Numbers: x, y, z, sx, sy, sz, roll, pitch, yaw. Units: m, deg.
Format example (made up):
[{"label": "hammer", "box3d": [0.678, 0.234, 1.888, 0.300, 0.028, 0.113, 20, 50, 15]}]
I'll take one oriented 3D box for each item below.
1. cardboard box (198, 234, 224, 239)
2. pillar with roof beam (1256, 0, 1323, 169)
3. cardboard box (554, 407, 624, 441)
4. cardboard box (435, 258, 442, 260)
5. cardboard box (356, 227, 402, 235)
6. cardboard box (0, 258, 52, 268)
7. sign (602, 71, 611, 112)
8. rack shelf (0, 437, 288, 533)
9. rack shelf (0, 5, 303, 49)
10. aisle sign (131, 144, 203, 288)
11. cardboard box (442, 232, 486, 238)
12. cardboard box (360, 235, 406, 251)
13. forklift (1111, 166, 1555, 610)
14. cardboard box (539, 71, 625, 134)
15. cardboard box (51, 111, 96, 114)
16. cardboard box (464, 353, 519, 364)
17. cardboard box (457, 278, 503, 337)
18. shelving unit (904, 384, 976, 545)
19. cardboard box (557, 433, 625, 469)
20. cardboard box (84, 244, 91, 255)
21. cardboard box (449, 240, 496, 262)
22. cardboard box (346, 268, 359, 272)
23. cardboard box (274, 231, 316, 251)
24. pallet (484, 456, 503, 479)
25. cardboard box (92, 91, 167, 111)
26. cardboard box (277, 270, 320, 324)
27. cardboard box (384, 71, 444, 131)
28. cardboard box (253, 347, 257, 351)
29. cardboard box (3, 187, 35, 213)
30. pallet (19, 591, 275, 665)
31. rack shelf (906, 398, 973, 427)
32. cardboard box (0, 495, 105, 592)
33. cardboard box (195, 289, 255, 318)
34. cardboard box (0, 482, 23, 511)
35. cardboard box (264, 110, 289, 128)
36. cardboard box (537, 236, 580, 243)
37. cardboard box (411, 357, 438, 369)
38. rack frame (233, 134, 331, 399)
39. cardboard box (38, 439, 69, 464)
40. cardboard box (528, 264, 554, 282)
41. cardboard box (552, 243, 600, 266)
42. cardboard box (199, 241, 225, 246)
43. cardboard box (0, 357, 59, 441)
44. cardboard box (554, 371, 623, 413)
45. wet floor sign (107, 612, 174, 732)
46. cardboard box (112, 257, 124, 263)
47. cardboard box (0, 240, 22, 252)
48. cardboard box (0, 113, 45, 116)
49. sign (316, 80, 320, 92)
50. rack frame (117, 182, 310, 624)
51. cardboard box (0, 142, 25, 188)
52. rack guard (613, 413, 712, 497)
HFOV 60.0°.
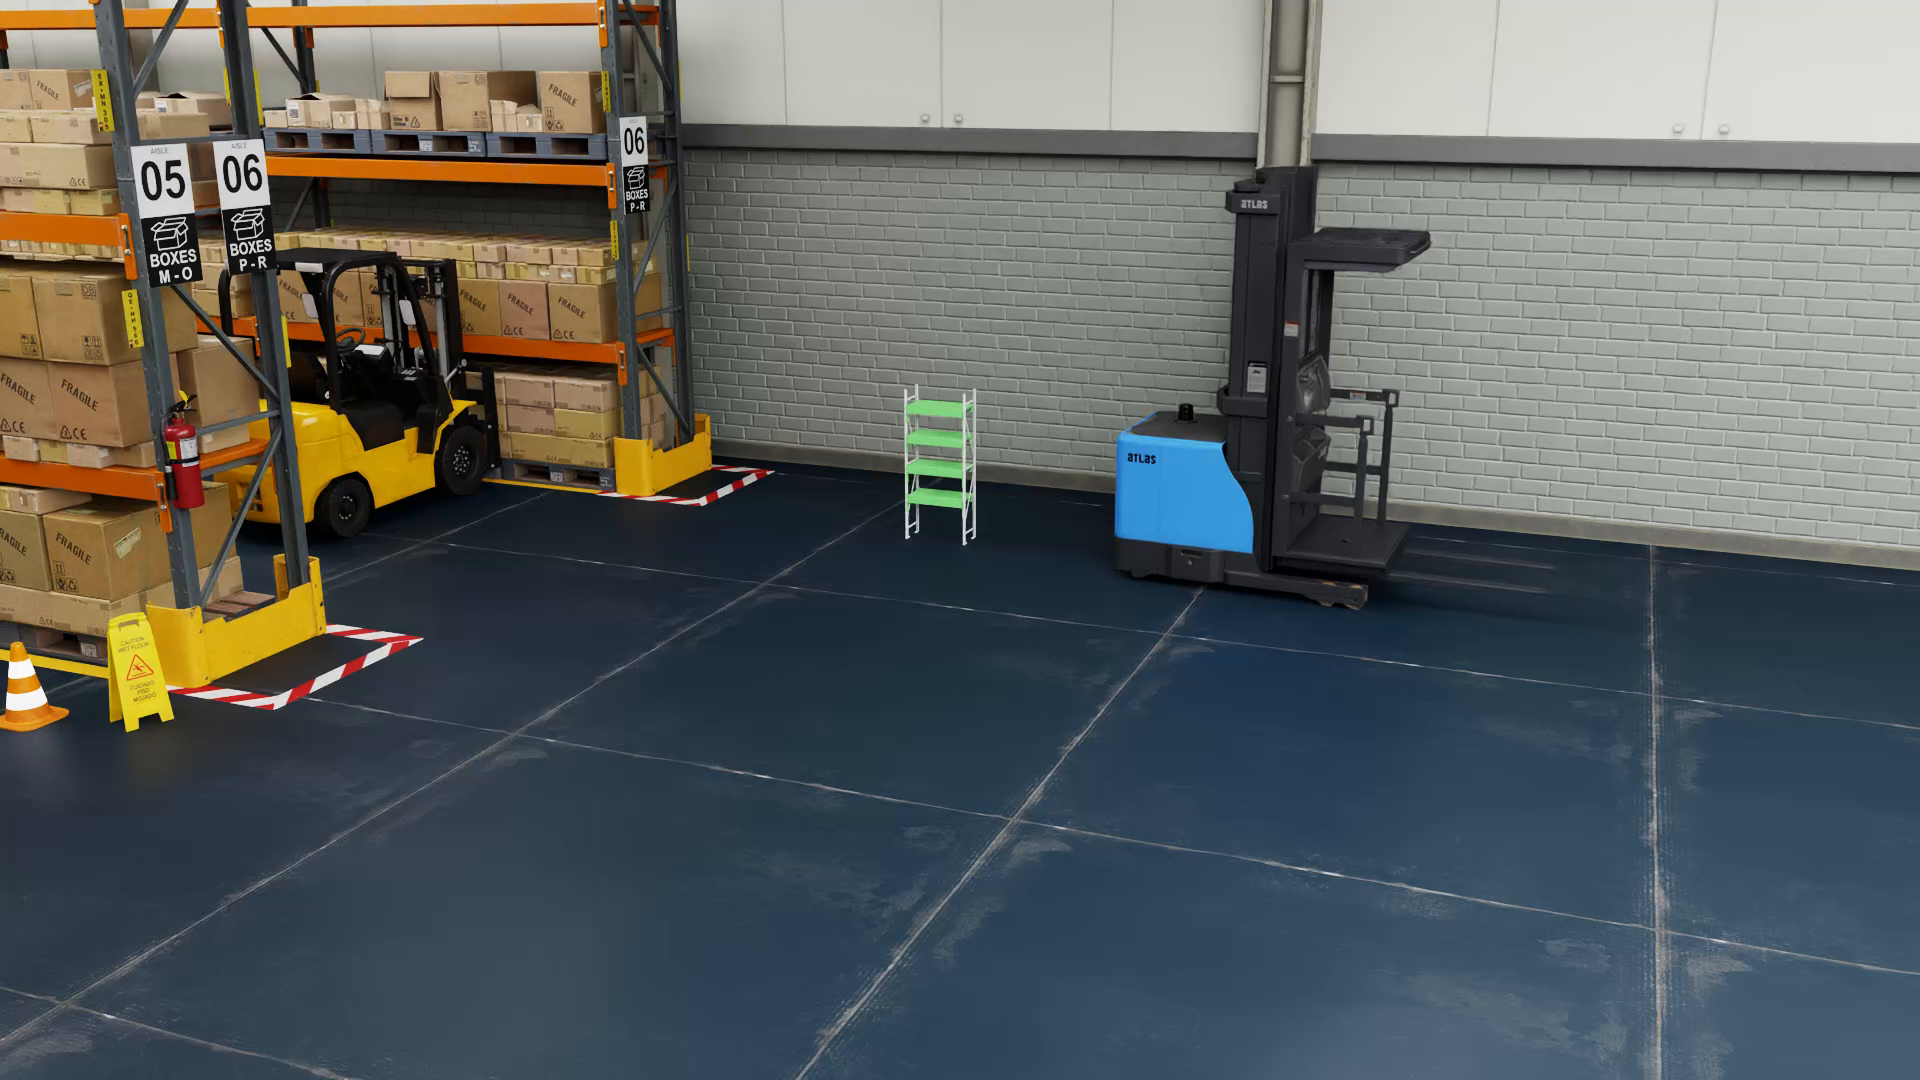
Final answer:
[{"label": "cardboard box", "box3d": [-7.583, -2.964, 16.662, 0.250, 0.149, 0.380, 6, 17, 21]}, {"label": "pillar with roof beam", "box3d": [1.001, -3.440, 8.883, 0.400, 9.000, 9.100, 6, 17, 21]}, {"label": "cardboard box", "box3d": [-3.251, -1.075, 14.777, 0.500, 0.250, 0.500, 6, 17, 20]}, {"label": "cardboard box", "box3d": [-4.511, -2.481, 14.996, 0.250, 0.149, 0.380, 6, 17, 20]}, {"label": "cardboard box", "box3d": [-5.528, -2.882, 15.844, 0.250, 0.149, 0.380, 6, 17, 20]}, {"label": "cardboard box", "box3d": [-6.037, -1.443, 10.257, 0.500, 0.500, 0.700, 6, 17, 20]}, {"label": "sign", "box3d": [-2.896, -3.673, 13.619, 0.005, 0.325, 0.100, 6, 17, 21]}, {"label": "rack shelf", "box3d": [-6.362, -0.556, 10.999, 4.000, 0.370, 1.077, 6, 17, 21]}, {"label": "rack shelf", "box3d": [-8.265, -4.942, 16.063, 4.000, 0.370, 1.077, 6, 17, 21]}, {"label": "aisle sign", "box3d": [-4.550, -1.864, 9.550, 0.004, 0.787, 0.394, 6, 17, 21]}, {"label": "cardboard box", "box3d": [-4.593, -2.768, 15.453, 0.250, 0.149, 0.380, 7, 18, 22]}, {"label": "cardboard box", "box3d": [-5.247, -2.687, 15.173, 0.250, 0.149, 0.380, 6, 17, 20]}, {"label": "forklift", "box3d": [2.680, -1.094, 11.686, 3.031, 2.935, 1.130, 7, 18, 23]}, {"label": "cardboard box", "box3d": [-3.185, -3.705, 14.063, 0.500, 0.500, 0.500, 7, 18, 22]}, {"label": "cardboard box", "box3d": [-5.414, -2.597, 10.380, 0.250, 0.149, 0.380, 6, 17, 20]}, {"label": "cardboard box", "box3d": [-4.463, -1.603, 15.699, 0.500, 0.250, 0.500, 6, 17, 20]}, {"label": "cardboard box", "box3d": [-4.194, -2.123, 14.926, 0.500, 0.500, 0.500, 6, 17, 20]}, {"label": "shelving unit", "box3d": [-0.154, -0.593, 13.065, 0.503, 1.200, 0.258, 6, 17, 21]}, {"label": "cardboard box", "box3d": [-3.237, -0.832, 14.838, 0.500, 0.250, 0.500, 6, 17, 21]}, {"label": "cardboard box", "box3d": [-8.455, -2.923, 16.518, 0.250, 0.149, 0.380, 6, 17, 21]}, {"label": "cardboard box", "box3d": [-4.318, -2.573, 14.782, 0.250, 0.149, 0.380, 7, 17, 22]}, {"label": "cardboard box", "box3d": [-5.508, -2.562, 15.277, 0.250, 0.149, 0.380, 7, 17, 22]}, {"label": "cardboard box", "box3d": [-6.217, -2.787, 15.516, 0.250, 0.149, 0.380, 7, 17, 22]}, {"label": "pallet", "box3d": [-4.542, -0.838, 15.682, 1.213, 0.211, 1.003, 6, 17, 21]}, {"label": "cardboard box", "box3d": [-7.882, -4.131, 15.868, 0.500, 0.311, 0.500, 6, 17, 19]}, {"label": "cardboard box", "box3d": [-6.088, -2.329, 15.635, 0.500, 0.500, 0.500, 6, 17, 19]}, {"label": "cardboard box", "box3d": [-4.631, -3.907, 14.753, 0.637, 0.503, 0.797, 7, 18, 22]}, {"label": "cardboard box", "box3d": [-7.613, -1.587, 16.766, 0.625, 0.625, 0.875, 6, 17, 20]}, {"label": "cardboard box", "box3d": [-5.414, -2.034, 9.869, 0.250, 0.149, 0.380, 7, 18, 22]}, {"label": "pallet", "box3d": [-5.315, 0.542, 10.927, 1.213, 0.211, 1.003, 6, 17, 21]}, {"label": "rack shelf", "box3d": [-0.154, -0.993, 12.949, 0.480, 0.148, 0.258, 6, 17, 21]}, {"label": "cardboard box", "box3d": [-5.829, -0.005, 10.644, 0.500, 0.500, 0.500, 7, 18, 23]}, {"label": "cardboard box", "box3d": [-6.970, -2.305, 16.004, 0.500, 0.250, 0.500, 7, 17, 22]}, {"label": "cardboard box", "box3d": [-5.941, -0.311, 10.534, 0.250, 0.149, 0.380, 7, 17, 22]}, {"label": "cardboard box", "box3d": [-6.099, -3.839, 15.154, 0.250, 0.149, 0.380, 7, 17, 22]}, {"label": "cardboard box", "box3d": [-3.624, -2.665, 15.096, 0.250, 0.149, 0.380, 6, 17, 21]}, {"label": "cardboard box", "box3d": [-5.131, -1.521, 15.419, 0.500, 0.250, 0.500, 7, 18, 23]}, {"label": "rack frame", "box3d": [-6.405, -2.394, 16.039, 0.127, 3.000, 1.000, 6, 17, 21]}, {"label": "cardboard box", "box3d": [-5.435, -0.588, 10.269, 0.250, 0.149, 0.380, 6, 17, 20]}, {"label": "cardboard box", "box3d": [-3.577, -2.368, 14.607, 0.250, 0.149, 0.380, 7, 17, 22]}, {"label": "cardboard box", "box3d": [-3.335, -2.486, 14.481, 0.250, 0.149, 0.380, 6, 17, 21]}, {"label": "cardboard box", "box3d": [-7.259, -2.791, 16.065, 0.250, 0.149, 0.380, 6, 17, 21]}, {"label": "cardboard box", "box3d": [-5.572, -0.924, 10.264, 0.500, 0.500, 0.500, 6, 17, 21]}, {"label": "cardboard box", "box3d": [-3.227, -1.312, 14.698, 0.500, 0.250, 0.500, 7, 18, 22]}, {"label": "wet floor sign", "box3d": [-4.717, 0.731, 9.499, 0.232, 0.644, 0.267, 14, 21, 40]}, {"label": "cardboard box", "box3d": [-7.910, -2.650, 16.295, 0.500, 0.250, 0.500, 7, 17, 22]}, {"label": "cardboard box", "box3d": [-9.440, -3.007, 16.808, 0.250, 0.149, 0.380, 7, 18, 22]}, {"label": "cardboard box", "box3d": [-5.612, -2.455, 9.889, 0.250, 0.149, 0.380, 6, 17, 21]}, {"label": "sign", "box3d": [-6.203, -4.265, 16.034, 0.005, 0.325, 0.100, 6, 17, 21]}, {"label": "rack frame", "box3d": [-4.502, -0.697, 10.194, 0.127, 3.000, 1.000, 6, 17, 21]}, {"label": "cardboard box", "box3d": [-5.539, -2.246, 9.885, 0.500, 0.250, 0.500, 6, 17, 20]}, {"label": "rack guard", "box3d": [-2.661, -0.782, 14.970, 0.348, 0.500, 1.175, 6, 17, 21]}]
